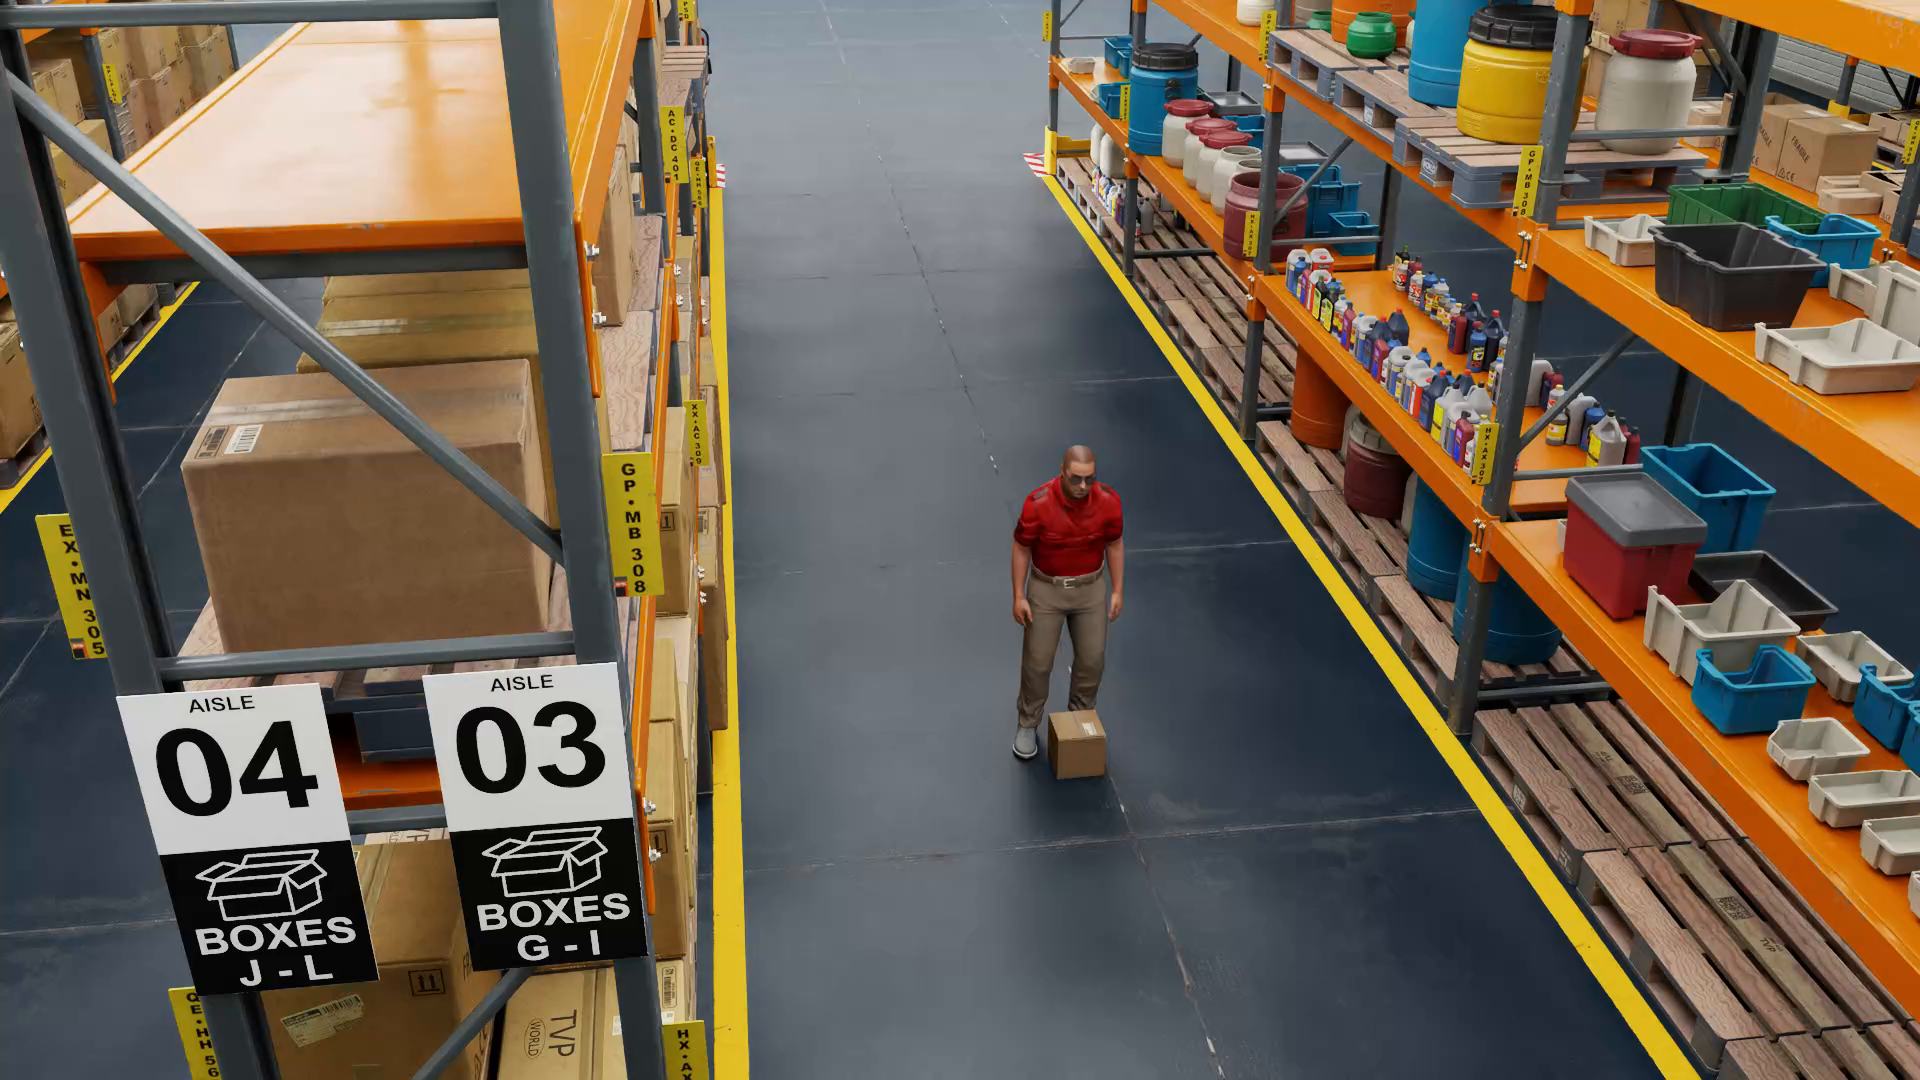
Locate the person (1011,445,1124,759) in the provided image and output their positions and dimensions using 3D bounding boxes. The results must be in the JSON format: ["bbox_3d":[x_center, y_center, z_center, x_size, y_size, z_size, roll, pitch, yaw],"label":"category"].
[{"bbox_3d":[0.555,0.289,8.549,0.588,1.726,0.389,-4,27,-8],"label":"person"}]
